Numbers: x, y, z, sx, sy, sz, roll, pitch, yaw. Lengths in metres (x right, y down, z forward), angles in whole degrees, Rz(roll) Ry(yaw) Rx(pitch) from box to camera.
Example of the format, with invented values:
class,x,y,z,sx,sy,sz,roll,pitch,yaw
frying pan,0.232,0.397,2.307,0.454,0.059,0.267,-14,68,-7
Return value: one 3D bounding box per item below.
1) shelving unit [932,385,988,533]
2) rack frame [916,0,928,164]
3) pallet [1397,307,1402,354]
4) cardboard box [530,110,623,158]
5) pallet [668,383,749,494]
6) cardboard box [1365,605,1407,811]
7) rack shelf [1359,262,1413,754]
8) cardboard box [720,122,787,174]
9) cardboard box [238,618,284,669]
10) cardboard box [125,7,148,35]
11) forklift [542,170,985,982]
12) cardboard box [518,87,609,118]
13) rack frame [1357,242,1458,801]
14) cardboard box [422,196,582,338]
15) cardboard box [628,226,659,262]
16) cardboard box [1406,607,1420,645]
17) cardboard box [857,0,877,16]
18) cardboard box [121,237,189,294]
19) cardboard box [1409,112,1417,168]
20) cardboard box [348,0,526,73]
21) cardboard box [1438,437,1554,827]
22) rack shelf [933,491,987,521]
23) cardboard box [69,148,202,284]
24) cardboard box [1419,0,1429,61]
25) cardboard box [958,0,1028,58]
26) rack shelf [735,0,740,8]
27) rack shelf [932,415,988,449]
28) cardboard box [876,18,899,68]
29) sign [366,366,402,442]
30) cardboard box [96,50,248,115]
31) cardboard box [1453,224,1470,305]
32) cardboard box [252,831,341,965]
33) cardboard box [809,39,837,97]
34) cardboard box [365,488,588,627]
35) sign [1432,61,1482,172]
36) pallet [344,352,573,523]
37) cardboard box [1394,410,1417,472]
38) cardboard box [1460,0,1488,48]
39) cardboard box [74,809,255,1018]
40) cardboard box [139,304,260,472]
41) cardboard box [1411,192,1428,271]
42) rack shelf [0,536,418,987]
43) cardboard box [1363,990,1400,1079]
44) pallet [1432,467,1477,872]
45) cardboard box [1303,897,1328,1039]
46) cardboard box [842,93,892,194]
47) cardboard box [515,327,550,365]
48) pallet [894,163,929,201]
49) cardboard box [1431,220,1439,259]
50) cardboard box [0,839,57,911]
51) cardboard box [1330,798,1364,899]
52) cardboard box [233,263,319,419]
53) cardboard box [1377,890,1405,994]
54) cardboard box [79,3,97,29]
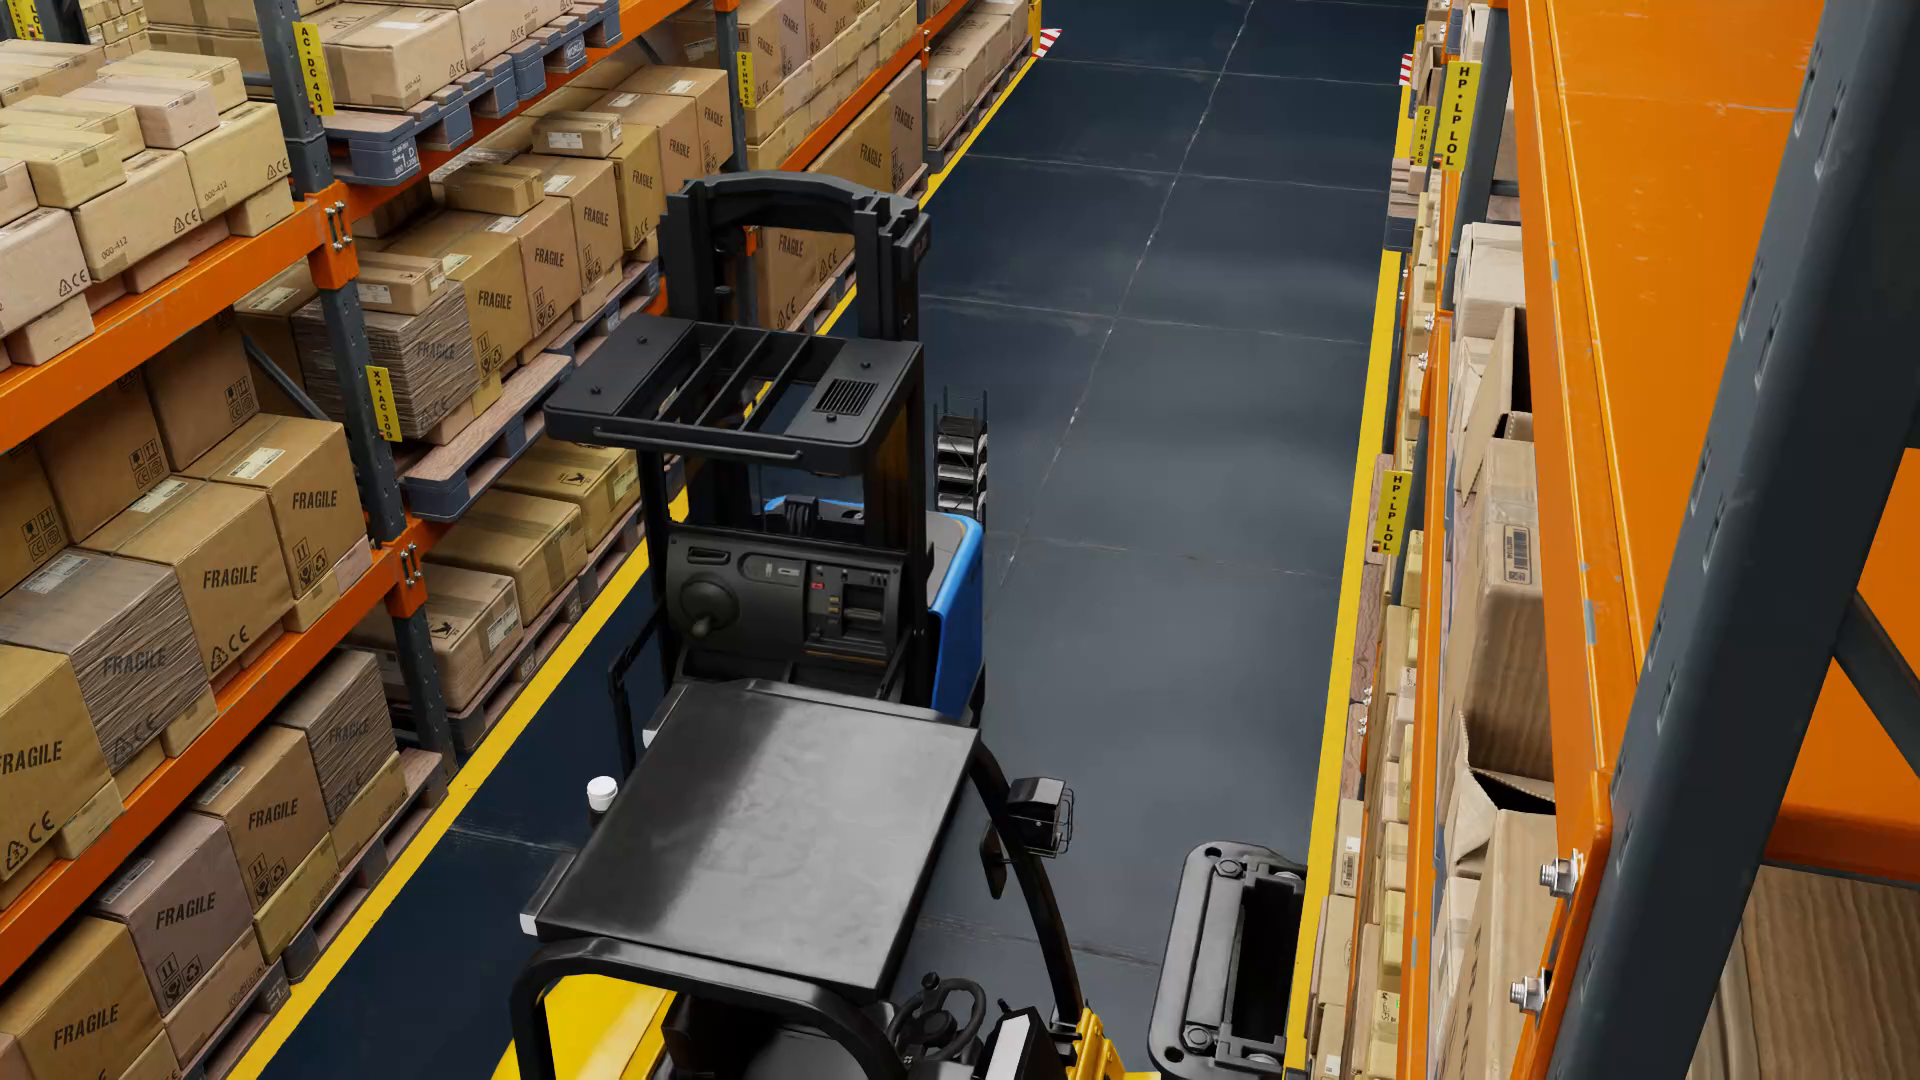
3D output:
class,x,y,z,sx,sy,sz,roll,pitch,yaw
shelving unit,0.002,-0.384,9.085,0.258,0.900,0.210,8,33,12
rack frame,-0.772,-4.392,13.432,1.000,3.000,0.127,8,33,12
pallet,3.553,-1.479,11.449,1.003,0.211,1.213,8,33,12
cardboard box,-1.929,-2.047,8.377,0.380,0.149,0.250,6,33,10
pallet,-1.986,-0.734,10.277,1.003,0.211,1.213,8,33,12
cardboard box,1.635,0.586,5.508,0.500,0.500,0.500,7,33,11
rack shelf,2.508,-0.300,7.667,1.077,0.370,4.000,8,33,12
cardboard box,-1.419,-2.472,10.553,0.500,0.250,0.500,7,33,12
cardboard box,-2.787,0.329,6.240,0.380,0.149,0.250,8,33,13
cardboard box,-6.088,-3.768,12.017,0.380,0.149,0.250,8,33,13
forklift,-0.723,0.273,6.159,1.130,2.935,3.031,7,33,11
cardboard box,-2.250,-2.187,9.203,0.500,0.500,0.500,10,34,15
rack frame,2.000,0.434,5.842,1.000,3.000,0.127,8,33,12
cardboard box,-2.140,-1.304,7.813,0.500,0.500,0.500,8,33,12
cardboard box,-1.789,-1.625,8.922,0.380,0.149,0.250,9,33,13
cardboard box,1.665,0.247,5.437,0.380,0.149,0.250,8,33,12
cardboard box,-0.914,-4.060,11.885,0.500,0.500,0.500,9,34,14
cardboard box,-2.778,-0.940,5.440,0.380,0.149,0.250,8,33,13
cardboard box,2.970,-2.347,9.965,0.500,0.250,0.500,6,33,10
cardboard box,-2.138,-2.132,6.830,0.500,0.250,0.500,8,33,12
cardboard box,1.219,0.201,2.834,0.700,0.500,0.500,8,33,13
rack shelf,0.002,-0.204,9.199,0.258,0.077,0.200,8,33,12
cardboard box,-2.781,-1.040,5.227,0.500,0.250,0.500,7,33,12
cardboard box,3.691,-3.717,11.885,0.700,0.500,0.500,9,34,14
cardboard box,0.173,-5.207,16.711,0.875,0.438,0.875,7,33,11
rack shelf,-1.279,-4.316,11.187,1.077,0.370,4.000,8,33,12
rack shelf,0.002,-0.584,8.958,0.258,0.077,0.200,8,33,12
cardboard box,-0.772,-3.797,12.636,0.500,0.250,0.500,8,33,12
sign,-2.275,-0.536,6.559,0.100,0.325,0.005,8,33,12
cardboard box,-2.671,-1.542,5.645,0.380,0.149,0.250,9,33,13
cardboard box,1.593,-0.754,4.663,0.380,0.149,0.250,9,33,13
cardboard box,-2.817,1.364,6.550,0.500,0.250,0.500,7,33,11
cardboard box,-1.149,-3.218,11.259,0.500,0.250,0.500,8,33,12
cardboard box,-2.492,0.046,8.510,0.950,0.372,0.625,10,34,15
sign,1.473,-1.252,4.922,0.100,0.325,0.005,8,33,12
pallet,-2.467,-0.536,7.546,1.003,0.211,1.213,8,33,12
cardboard box,2.001,-0.271,6.625,0.500,0.250,0.500,7,33,11
cardboard box,2.338,-2.299,6.766,0.500,0.500,0.500,9,33,14
cardboard box,-2.948,1.299,5.953,0.500,0.500,0.500,10,34,15
cardboard box,-3.123,-0.631,6.214,0.700,0.500,0.500,8,33,12
cardboard box,2.642,-1.596,8.708,0.500,0.250,0.500,8,33,12
rack shelf,-3.309,1.101,5.462,1.077,0.370,4.000,8,33,12
cardboard box,1.099,1.177,3.697,0.380,0.149,0.250,9,33,13
pallet,1.497,0.282,3.366,1.003,0.211,1.213,8,33,12
cardboard box,1.557,1.623,6.143,0.500,0.250,0.500,8,33,13
cardboard box,-1.073,-2.870,12.627,0.875,0.875,0.875,9,34,14
cardboard box,-2.180,-0.969,7.890,0.380,0.149,0.250,9,33,13
pallet,-0.894,-2.804,13.534,1.003,0.211,1.213,8,33,12
cardboard box,2.489,-1.420,8.059,0.380,0.149,0.250,8,33,13
cardboard box,-3.088,0.992,5.198,0.380,0.149,0.250,7,33,11
cardboard box,1.574,1.203,5.871,0.500,0.250,0.500,8,33,12
cardboard box,-2.906,-0.856,7.108,0.500,0.500,0.500,7,33,11
cardboard box,1.253,1.047,4.179,0.380,0.149,0.250,7,33,11
cardboard box,-6.230,-3.613,11.495,0.380,0.149,0.250,7,33,11
